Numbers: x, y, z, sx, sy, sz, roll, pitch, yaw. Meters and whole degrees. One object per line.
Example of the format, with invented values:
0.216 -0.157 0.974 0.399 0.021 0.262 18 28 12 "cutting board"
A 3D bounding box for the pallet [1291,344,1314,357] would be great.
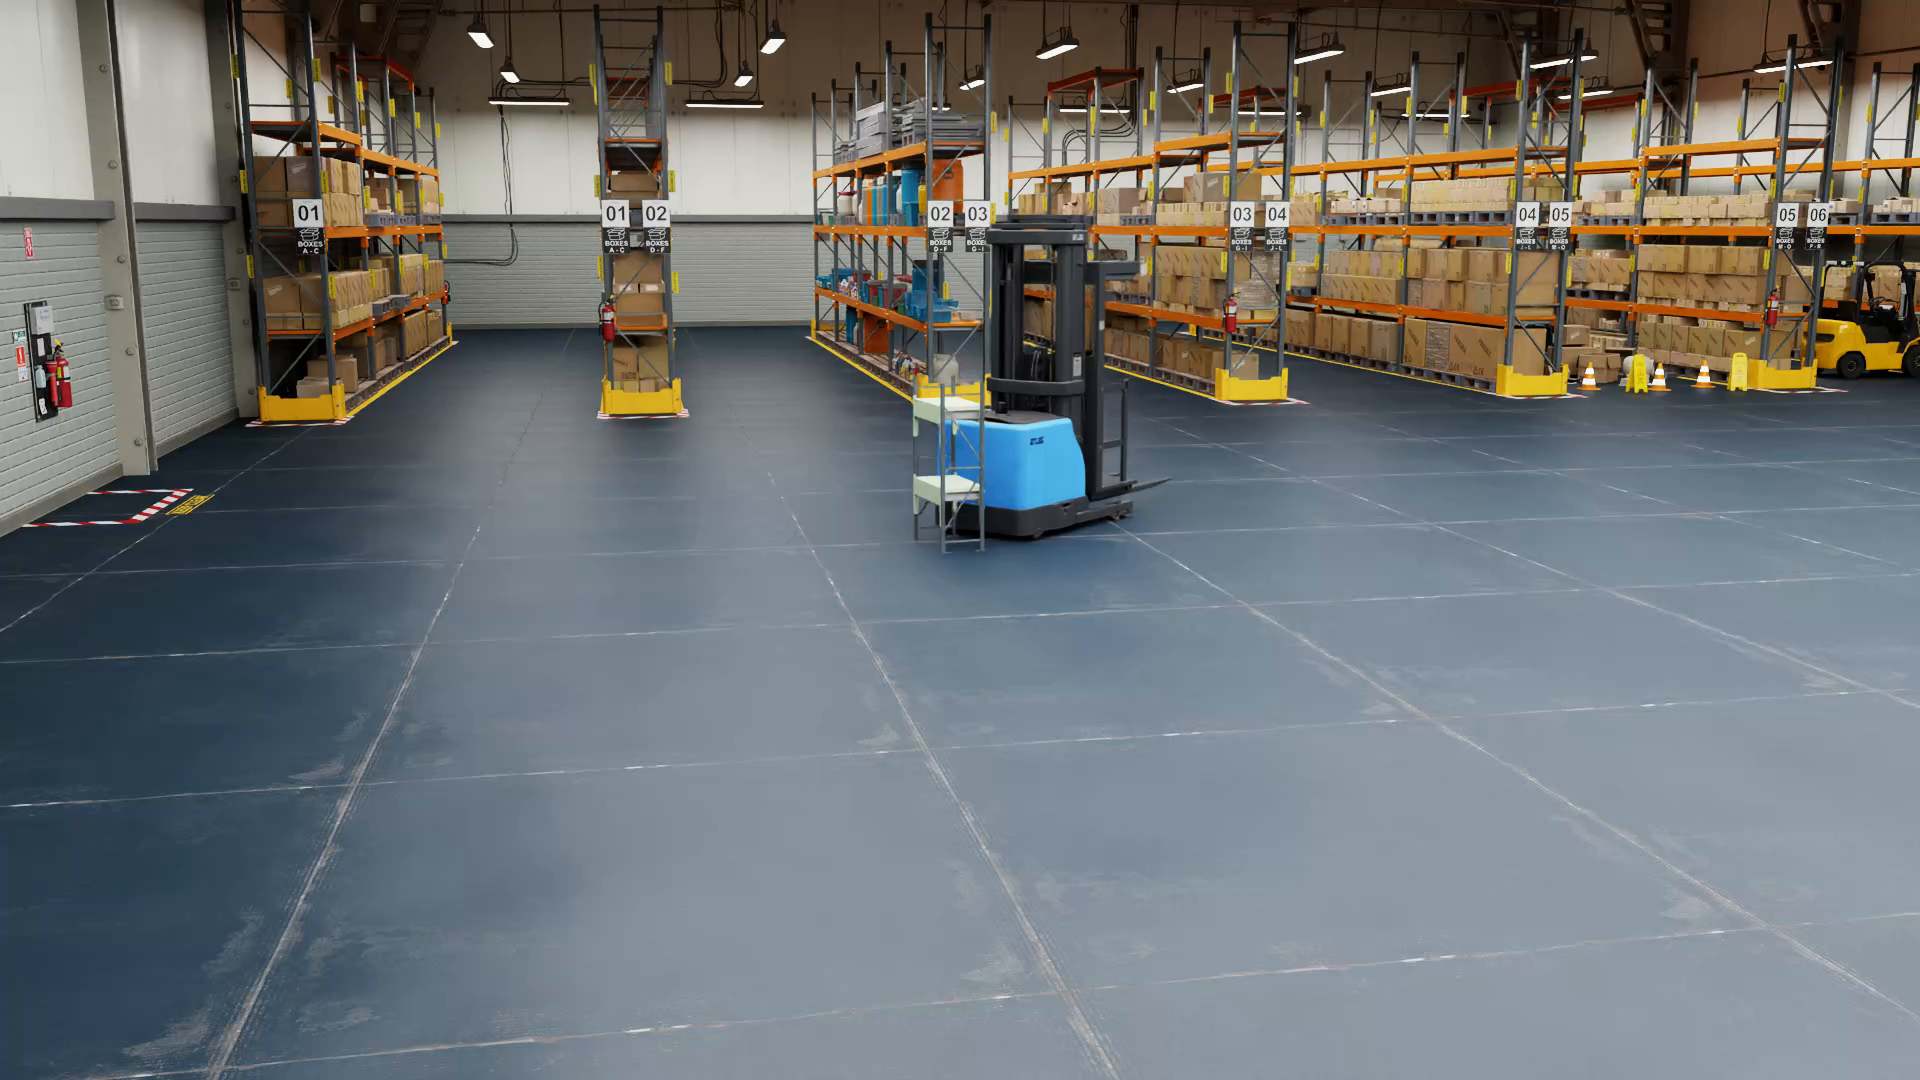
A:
8.012 -4.204 36.772 1.003 0.211 1.213 -2 11 -11 "pallet"

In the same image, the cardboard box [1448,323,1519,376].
9.348 -3.409 29.697 0.875 0.875 0.875 -2 11 -12 "cardboard box"

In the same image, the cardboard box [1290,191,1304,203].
7.559 -7.629 36.972 0.396 0.266 0.258 -2 11 -11 "cardboard box"

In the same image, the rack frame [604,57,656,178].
-6.440 -7.856 32.457 1.000 3.000 0.127 -2 11 -11 "rack frame"

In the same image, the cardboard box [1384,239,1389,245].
11.299 -7.782 43.440 0.380 0.149 0.250 -2 11 -9 "cardboard box"

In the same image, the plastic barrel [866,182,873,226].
-1.507 -6.494 32.177 0.600 0.830 0.708 -2 11 -11 "plastic barrel"

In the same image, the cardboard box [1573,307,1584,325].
16.469 -5.881 43.689 0.500 0.500 0.500 -2 11 -10 "cardboard box"

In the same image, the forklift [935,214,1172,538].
1.053 -1.681 16.243 1.130 2.935 3.031 8 13 36 "forklift"

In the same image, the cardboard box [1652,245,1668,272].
13.727 -5.399 31.854 0.700 0.500 0.500 -2 11 -11 "cardboard box"

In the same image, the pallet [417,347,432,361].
-11.853 -3.953 35.454 1.003 0.211 1.213 -2 11 -11 "pallet"

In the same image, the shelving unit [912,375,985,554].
-0.105 -0.689 14.858 0.431 1.500 0.755 -4 11 -20 "shelving unit"

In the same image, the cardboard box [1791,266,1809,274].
17.955 -5.778 35.581 0.380 0.149 0.250 -2 11 -13 "cardboard box"

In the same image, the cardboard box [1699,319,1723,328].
13.910 -4.001 30.739 0.380 0.149 0.250 -2 11 -9 "cardboard box"

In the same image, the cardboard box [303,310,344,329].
-9.526 -3.298 24.902 0.500 0.250 0.500 -2 11 -13 "cardboard box"

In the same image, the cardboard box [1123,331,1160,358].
3.665 -3.929 33.381 0.700 0.500 0.500 -1 11 -6 "cardboard box"

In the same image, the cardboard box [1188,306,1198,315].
4.181 -3.994 28.883 0.380 0.149 0.250 -2 11 -11 "cardboard box"

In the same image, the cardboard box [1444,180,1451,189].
8.927 -6.381 29.881 0.380 0.149 0.250 -2 11 -11 "cardboard box"

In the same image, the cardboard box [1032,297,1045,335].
2.275 -5.454 40.440 0.875 0.875 0.875 -2 11 -11 "cardboard box"

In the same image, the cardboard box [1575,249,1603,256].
16.427 -7.350 43.444 0.500 0.500 0.500 -2 11 -10 "cardboard box"

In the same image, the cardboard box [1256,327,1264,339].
7.268 -4.997 39.044 0.500 0.500 0.500 -2 11 -9 "cardboard box"

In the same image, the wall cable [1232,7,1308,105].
9.032 -14.279 48.556 2.355 3.000 0.029 -2 11 -11 "wall cable"

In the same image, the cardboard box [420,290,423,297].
-11.661 -5.251 35.434 0.380 0.149 0.250 -2 11 -10 "cardboard box"

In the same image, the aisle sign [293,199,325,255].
-9.435 -4.536 24.104 0.394 0.787 0.004 -2 11 -11 "aisle sign"

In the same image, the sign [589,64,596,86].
-5.419 -6.869 24.564 0.100 0.325 0.005 -2 11 -11 "sign"

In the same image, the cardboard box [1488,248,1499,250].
12.443 -6.440 38.119 0.500 0.500 0.500 -2 11 -11 "cardboard box"

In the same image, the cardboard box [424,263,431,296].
-12.166 -5.709 36.420 0.980 0.700 0.700 -2 11 -10 "cardboard box"

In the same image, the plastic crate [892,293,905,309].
-0.826 -4.224 29.584 0.767 0.338 0.504 -2 11 -11 "plastic crate"

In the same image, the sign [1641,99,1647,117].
13.233 -8.358 32.172 0.100 0.325 0.005 -2 11 -11 "sign"

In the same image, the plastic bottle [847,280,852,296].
-2.352 -5.421 35.843 0.144 0.351 0.185 -2 11 -11 "plastic bottle"

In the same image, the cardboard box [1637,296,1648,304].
13.523 -4.702 32.605 0.380 0.149 0.250 -2 11 -11 "cardboard box"

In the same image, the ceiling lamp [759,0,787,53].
-2.985 -10.063 28.440 0.800 3.185 2.000 -2 11 -11 "ceiling lamp"

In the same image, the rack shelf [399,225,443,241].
-12.466 -6.949 37.637 1.077 0.370 4.000 -2 11 -11 "rack shelf"

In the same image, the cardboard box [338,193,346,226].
-9.737 -5.059 25.462 0.500 0.500 0.500 -2 11 -8 "cardboard box"

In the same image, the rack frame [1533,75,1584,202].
12.998 -8.576 36.240 1.000 3.000 0.127 -2 11 -11 "rack frame"

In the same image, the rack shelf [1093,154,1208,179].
3.666 -7.299 32.524 1.077 0.370 4.000 -2 11 -11 "rack shelf"

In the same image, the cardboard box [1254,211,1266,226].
4.993 -5.299 27.446 0.500 0.250 0.500 -2 11 -9 "cardboard box"

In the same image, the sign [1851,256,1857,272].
18.114 -5.585 33.684 0.100 0.325 0.005 -2 11 -11 "sign"

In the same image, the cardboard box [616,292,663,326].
-4.963 -3.577 25.752 0.700 0.500 0.500 -2 11 -11 "cardboard box"

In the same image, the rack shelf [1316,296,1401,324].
8.551 -4.710 33.898 1.077 0.370 4.000 -2 11 -11 "rack shelf"

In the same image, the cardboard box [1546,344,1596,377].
11.539 -3.403 31.421 0.797 0.637 0.503 -2 11 -11 "cardboard box"

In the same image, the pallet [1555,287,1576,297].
13.241 -5.408 36.152 1.213 0.211 1.003 -2 11 -11 "pallet"

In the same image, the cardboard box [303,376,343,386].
-9.900 -2.391 25.803 0.500 0.311 0.500 -1 11 -6 "cardboard box"

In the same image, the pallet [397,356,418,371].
-11.378 -3.505 33.103 1.003 0.211 1.213 -2 11 -11 "pallet"

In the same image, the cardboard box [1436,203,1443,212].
8.878 -6.036 30.202 0.380 0.149 0.250 -2 11 -12 "cardboard box"

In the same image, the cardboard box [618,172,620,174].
-5.877 -6.368 29.934 0.500 0.500 0.500 -1 11 -6 "cardboard box"

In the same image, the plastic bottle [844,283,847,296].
-2.462 -5.492 36.416 0.152 0.276 0.135 -2 11 -11 "plastic bottle"

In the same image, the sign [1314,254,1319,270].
7.632 -5.939 35.544 0.100 0.325 0.005 -2 11 -11 "sign"

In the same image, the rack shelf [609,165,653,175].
-6.829 -7.673 34.489 1.077 0.370 4.000 -2 11 -11 "rack shelf"

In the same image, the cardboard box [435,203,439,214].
-12.452 -7.726 38.807 0.500 0.250 0.500 -2 11 -9 "cardboard box"

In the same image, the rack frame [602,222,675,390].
-4.884 -3.442 25.309 1.000 3.000 0.127 -2 11 -11 "rack frame"

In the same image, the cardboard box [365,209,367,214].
-10.668 -5.847 29.038 0.500 0.311 0.500 -2 11 -9 "cardboard box"

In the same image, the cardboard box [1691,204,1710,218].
13.888 -6.071 30.709 0.500 0.250 0.500 -2 11 -10 "cardboard box"
